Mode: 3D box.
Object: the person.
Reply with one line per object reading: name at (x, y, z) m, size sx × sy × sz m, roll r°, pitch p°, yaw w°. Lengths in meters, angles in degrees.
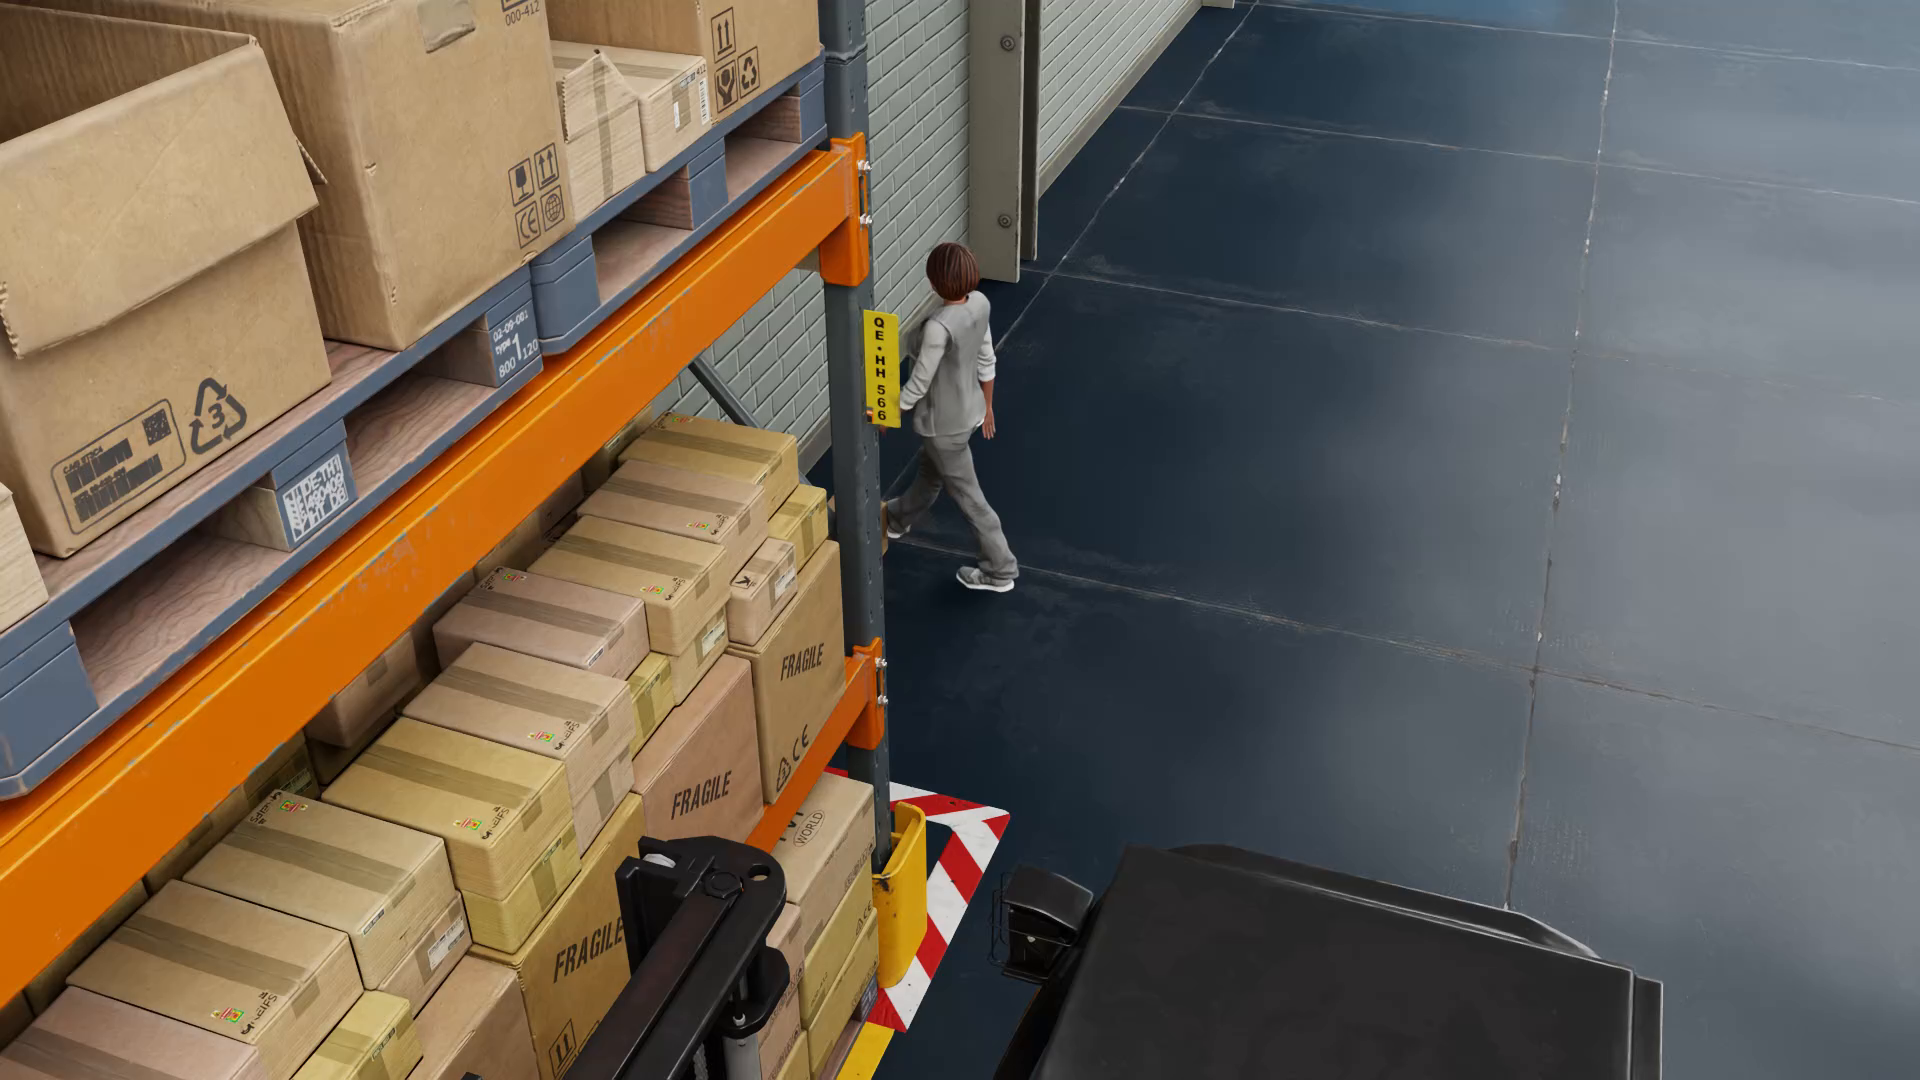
person at (-0.145, -0.528, 6.924) m, size 0.888 × 1.562 × 0.417 m, roll 15°, pitch 36°, yaw 21°
